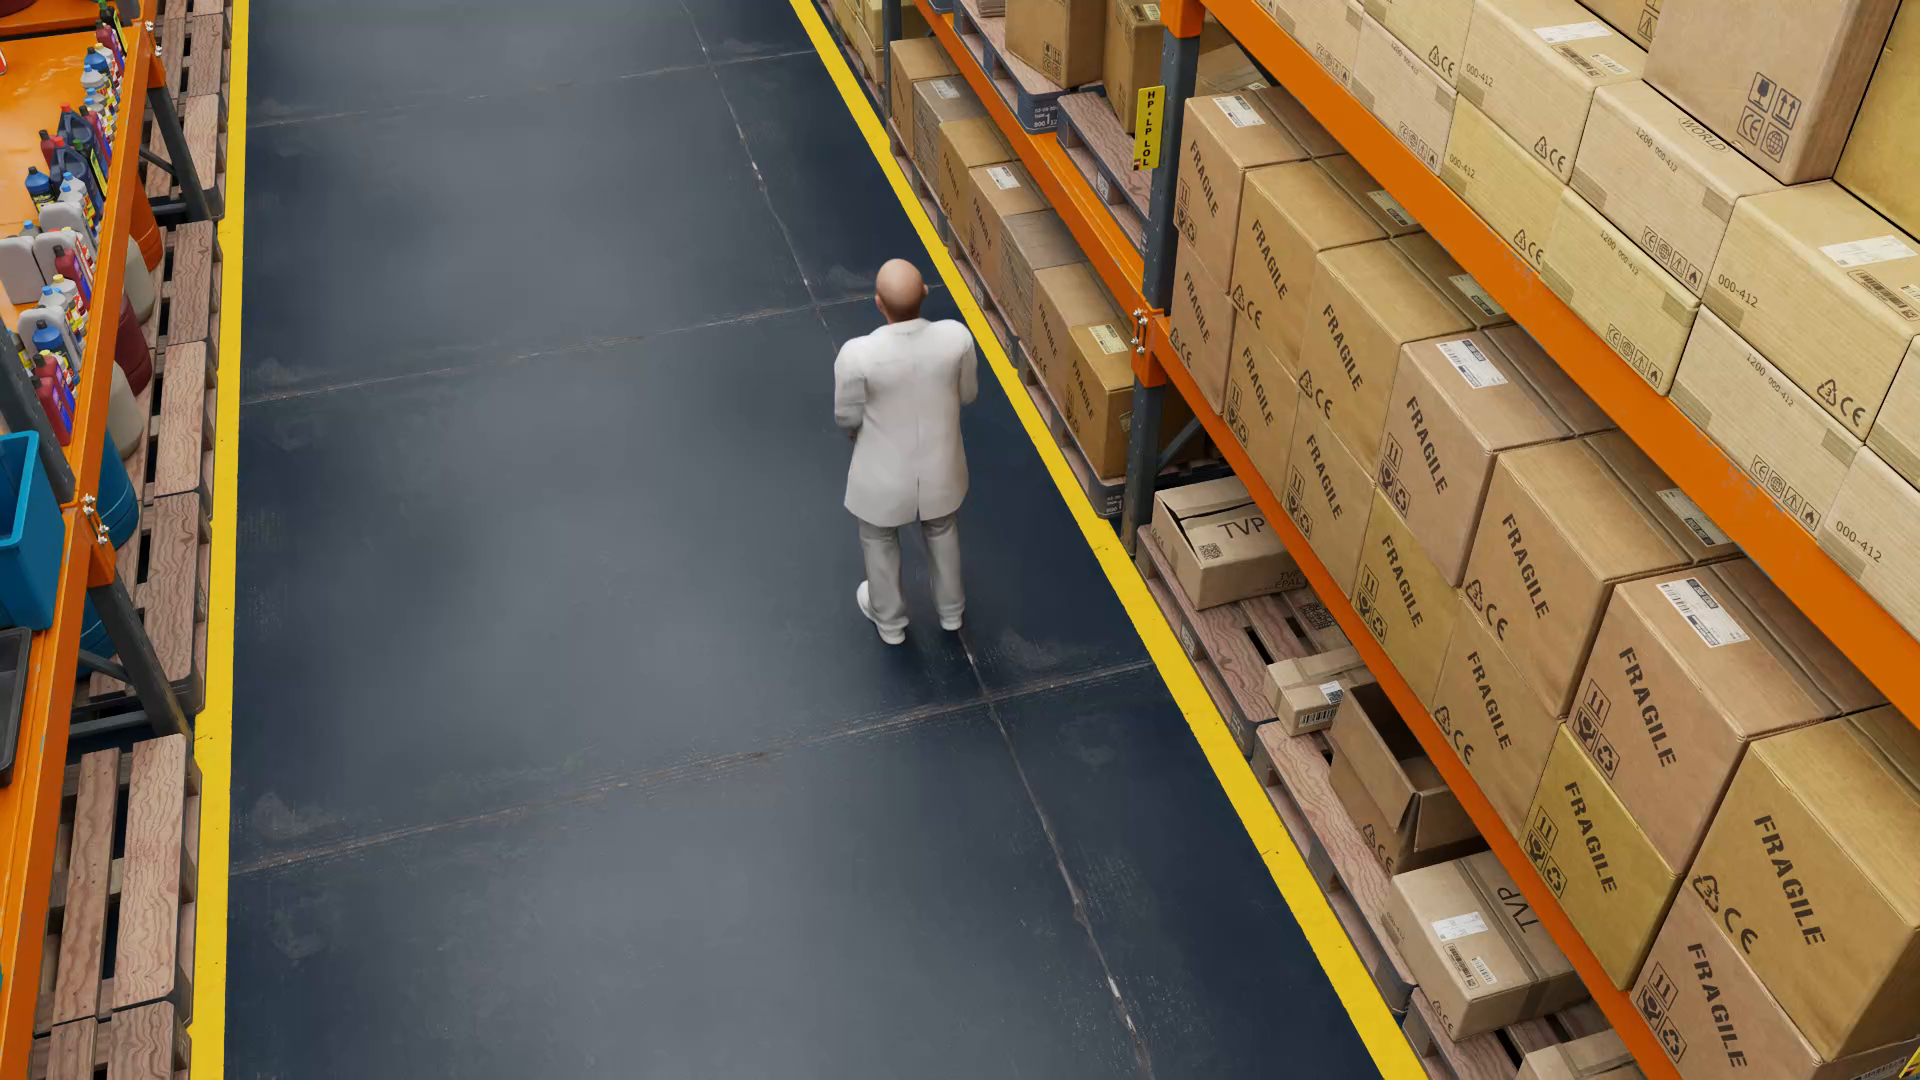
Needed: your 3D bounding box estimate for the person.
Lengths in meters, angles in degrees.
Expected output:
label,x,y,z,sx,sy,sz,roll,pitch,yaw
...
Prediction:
label,x,y,z,sx,sy,sz,roll,pitch,yaw
person,-0.227,-0.366,6.576,0.572,1.782,0.479,-12,43,-14
